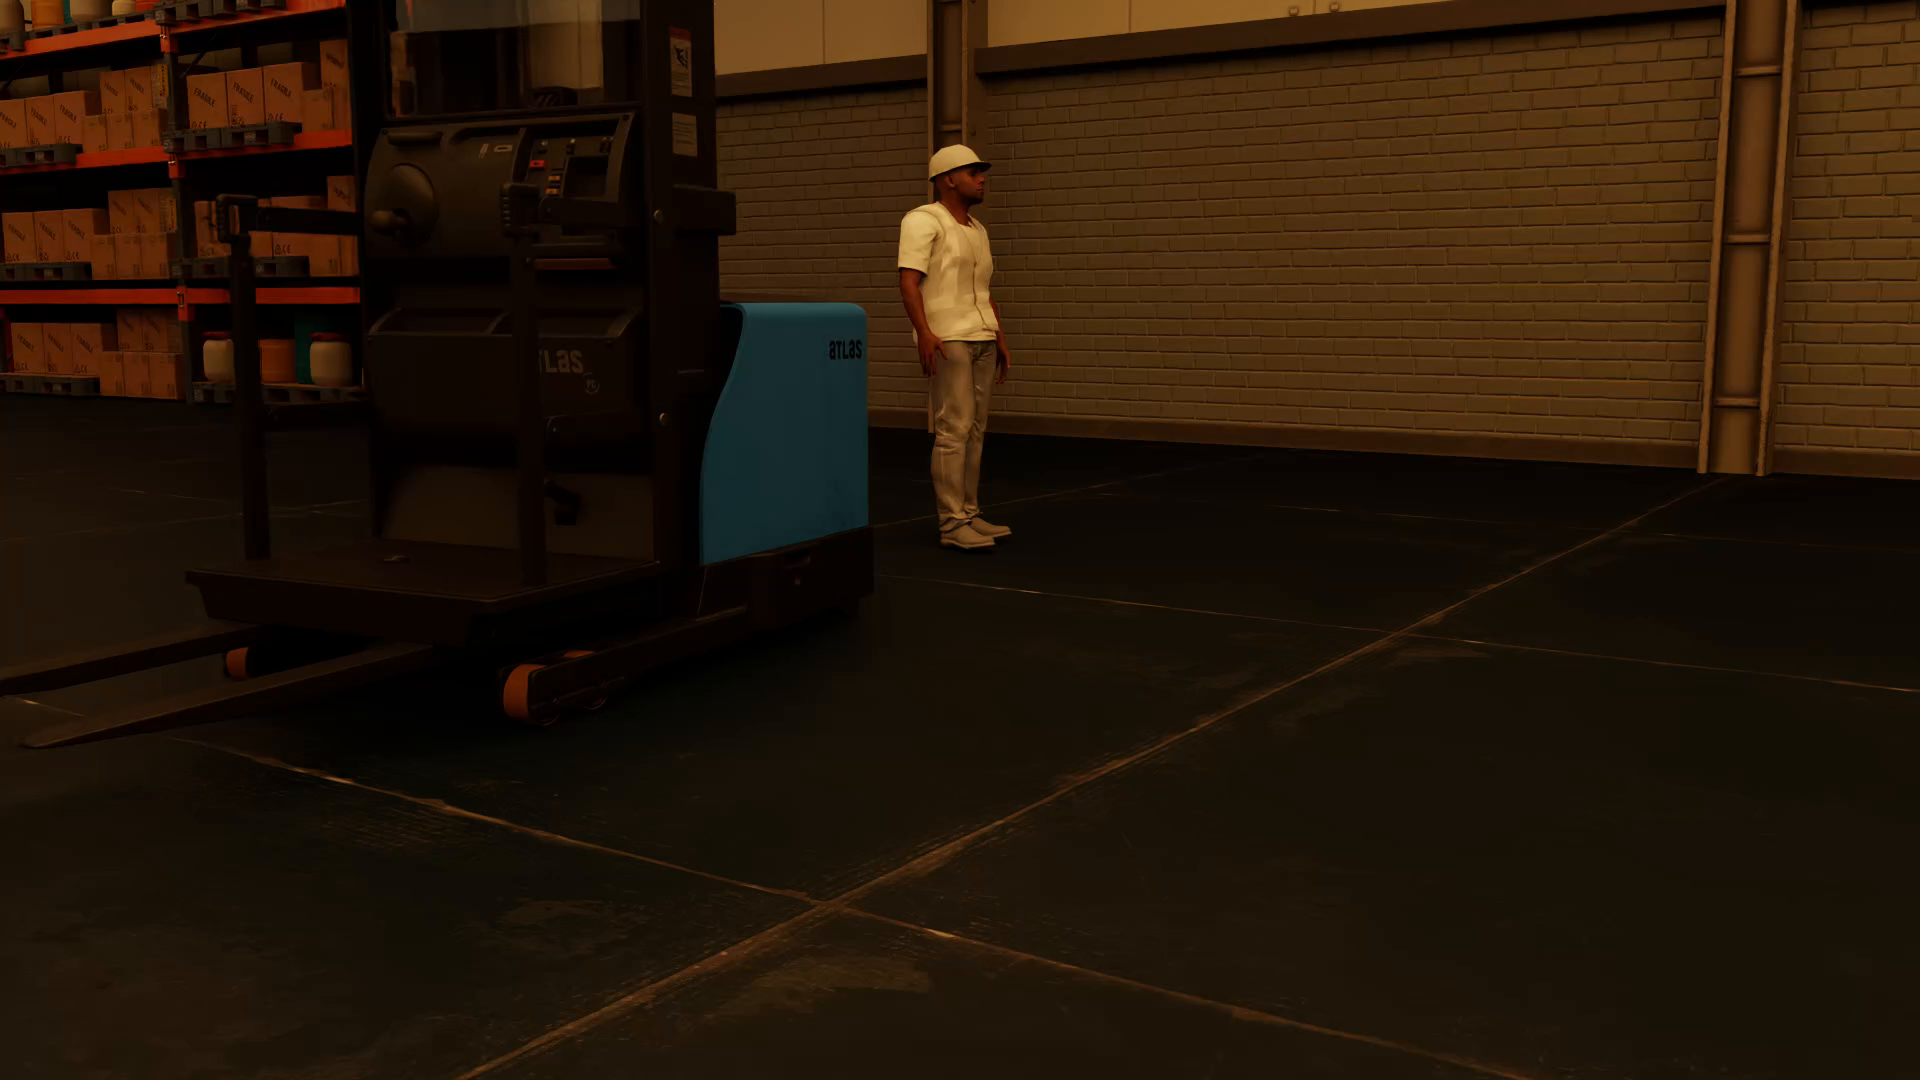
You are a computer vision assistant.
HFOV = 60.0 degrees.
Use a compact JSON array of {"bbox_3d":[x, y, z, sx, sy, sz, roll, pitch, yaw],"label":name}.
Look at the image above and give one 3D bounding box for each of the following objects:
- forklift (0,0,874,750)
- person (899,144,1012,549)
[{"bbox_3d":[-1.408,-1.043,4.526,1.130,2.935,3.031,4,9,26],"label":"forklift"},{"bbox_3d":[0.054,-0.875,7.435,0.577,1.765,0.665,5,10,34],"label":"person"}]
